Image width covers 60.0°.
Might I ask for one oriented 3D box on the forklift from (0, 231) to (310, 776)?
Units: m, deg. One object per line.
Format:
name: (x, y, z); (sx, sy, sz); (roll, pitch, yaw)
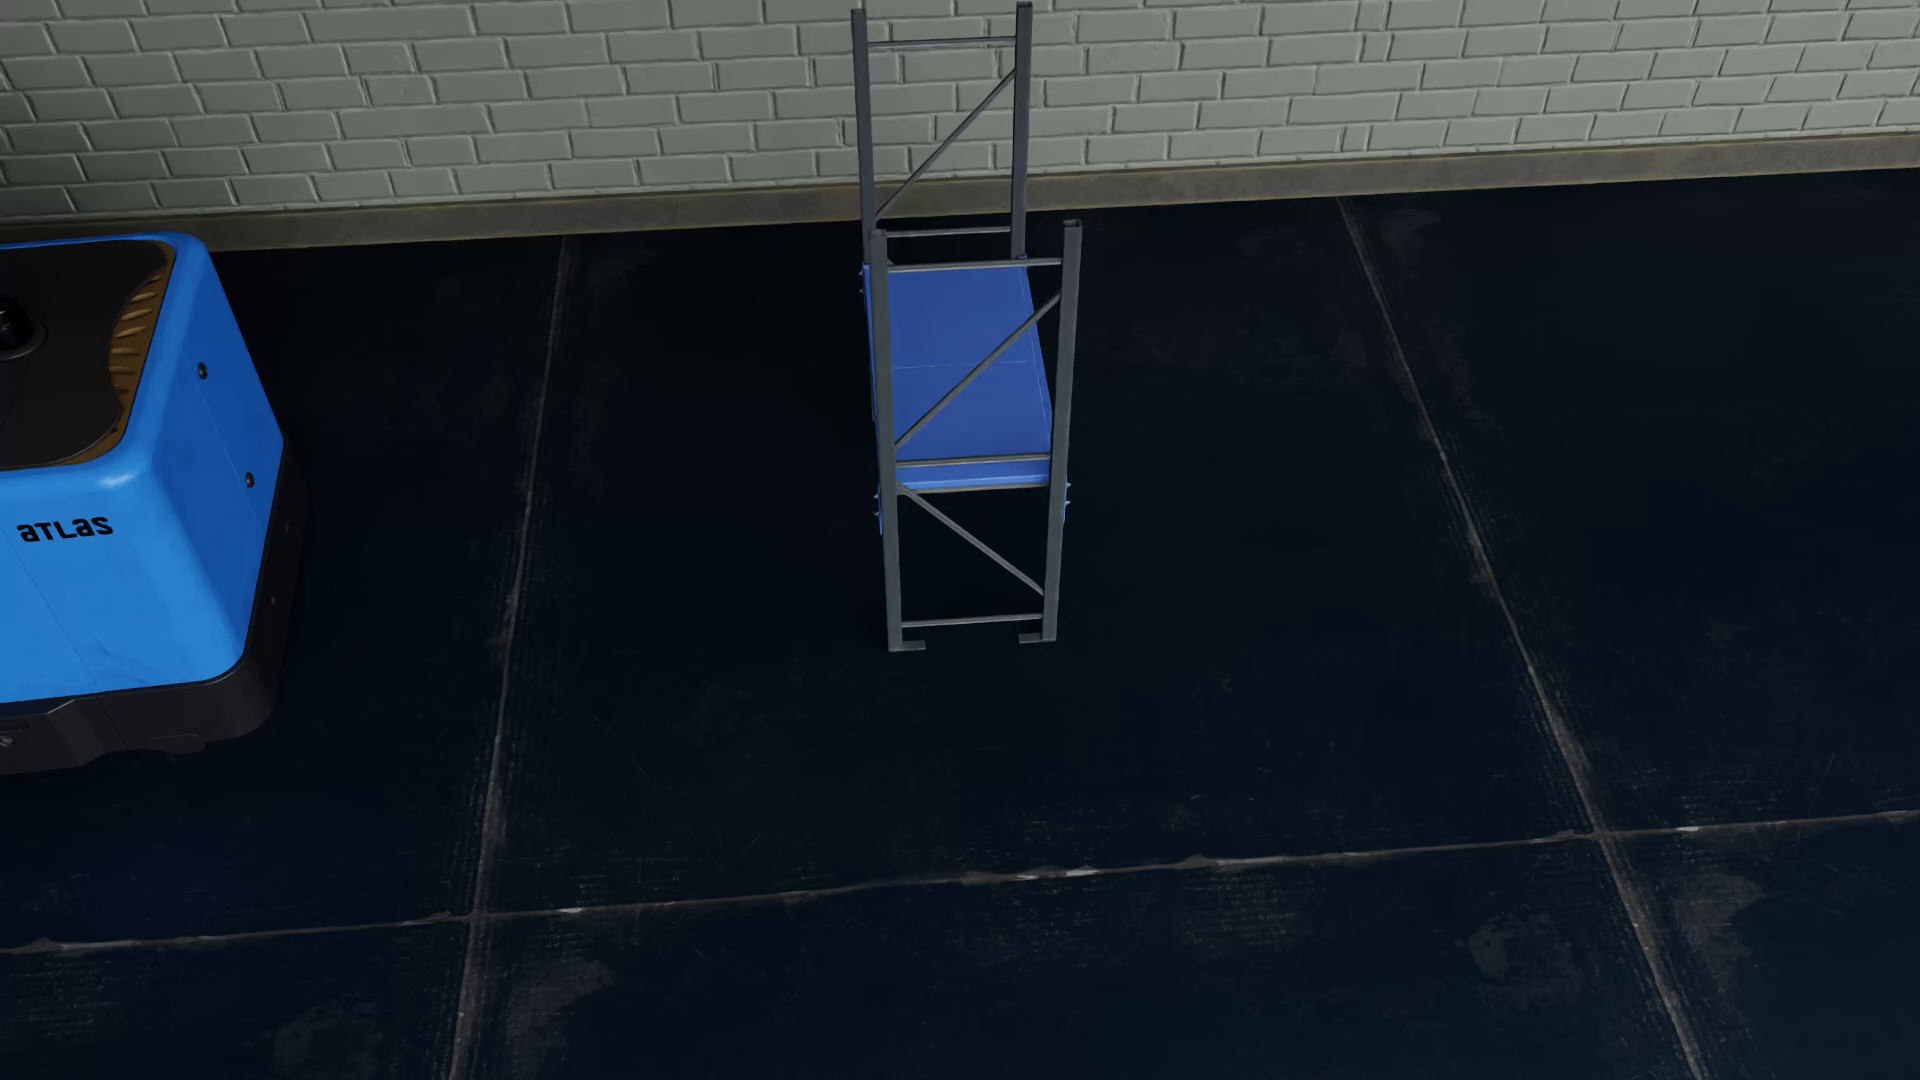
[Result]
forklift: (-3.500, -0.633, 3.831); (3.031, 2.935, 1.130); (-6, 47, -6)

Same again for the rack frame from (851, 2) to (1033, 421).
rack frame: (-0.050, -0.945, 5.112); (0.500, 1.500, 0.032); (-3, 47, -3)

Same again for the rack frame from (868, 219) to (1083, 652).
rack frame: (0.035, -0.210, 4.416); (0.500, 1.500, 0.032); (-3, 47, -3)

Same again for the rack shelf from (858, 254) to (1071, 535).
rack shelf: (-0.007, -0.454, 4.895); (0.538, 0.185, 1.000); (-3, 47, -3)

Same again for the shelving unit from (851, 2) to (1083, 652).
shelving unit: (-0.007, -0.577, 4.764); (0.538, 1.500, 1.048); (-3, 47, -3)
